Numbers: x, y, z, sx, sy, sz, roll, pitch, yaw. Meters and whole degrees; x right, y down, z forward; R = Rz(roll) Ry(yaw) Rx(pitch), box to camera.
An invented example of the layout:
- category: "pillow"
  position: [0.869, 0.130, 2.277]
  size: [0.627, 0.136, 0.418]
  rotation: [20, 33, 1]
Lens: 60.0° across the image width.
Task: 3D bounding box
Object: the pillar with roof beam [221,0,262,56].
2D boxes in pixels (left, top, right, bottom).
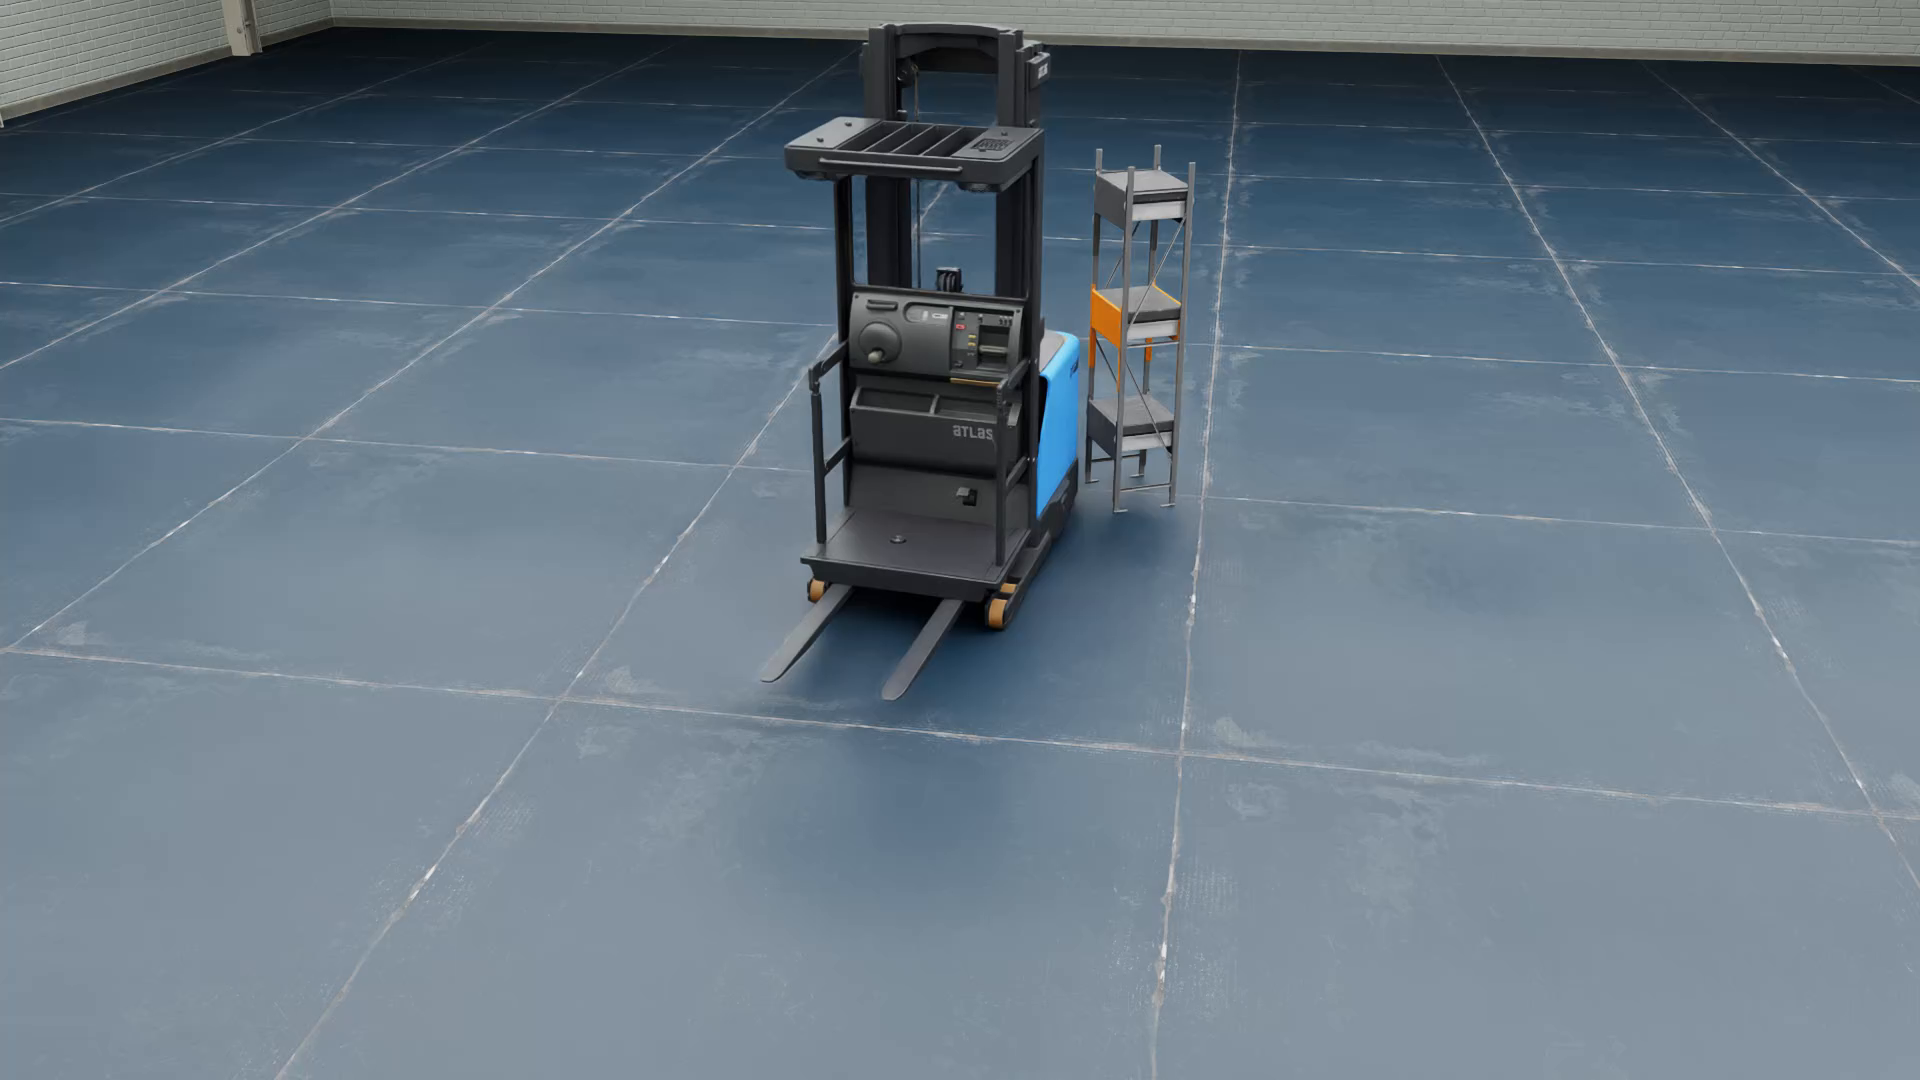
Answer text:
- category: "pillar with roof beam"
  position: [-6.904, -11.381, 23.450]
  size: [9.100, 9.000, 0.400]
  rotation: [4, 25, 9]

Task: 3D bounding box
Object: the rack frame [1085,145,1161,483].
- category: "rack frame"
  position: [0.982, -1.336, 10.128]
  size: [0.400, 2.100, 0.015]
  rotation: [-7, 26, -15]

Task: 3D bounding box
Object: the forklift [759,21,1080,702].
- category: "forklift"
  position: [-0.190, -1.042, 8.518]
  size: [1.130, 2.935, 3.031]
  rotation: [7, 26, 15]

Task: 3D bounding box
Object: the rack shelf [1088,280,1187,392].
- category: "rack shelf"
  position: [1.053, -1.225, 9.922]
  size: [0.431, 0.518, 0.480]
  rotation: [-7, 26, -15]

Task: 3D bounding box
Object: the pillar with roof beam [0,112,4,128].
- category: "pillar with roof beam"
  position: [-7.884, -8.872, 18.089]
  size: [9.100, 9.000, 0.400]
  rotation: [4, 25, 9]

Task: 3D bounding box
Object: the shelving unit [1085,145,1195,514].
- category: "shelving unit"
  position: [1.053, -1.237, 9.916]
  size: [0.431, 2.100, 0.503]
  rotation: [-7, 26, -15]

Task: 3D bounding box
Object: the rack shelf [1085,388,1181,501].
- category: "rack shelf"
  position: [1.053, -0.591, 10.219]
  size: [0.431, 0.518, 0.480]
  rotation: [-7, 26, -15]

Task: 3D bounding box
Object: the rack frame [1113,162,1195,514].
- category: "rack frame"
  position: [1.124, -1.138, 9.705]
  size: [0.400, 2.100, 0.015]
  rotation: [-7, 26, -15]

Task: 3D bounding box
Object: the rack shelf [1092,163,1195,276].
- category: "rack shelf"
  position: [1.053, -1.859, 9.625]
  size: [0.431, 0.518, 0.480]
  rotation: [-7, 26, -15]
